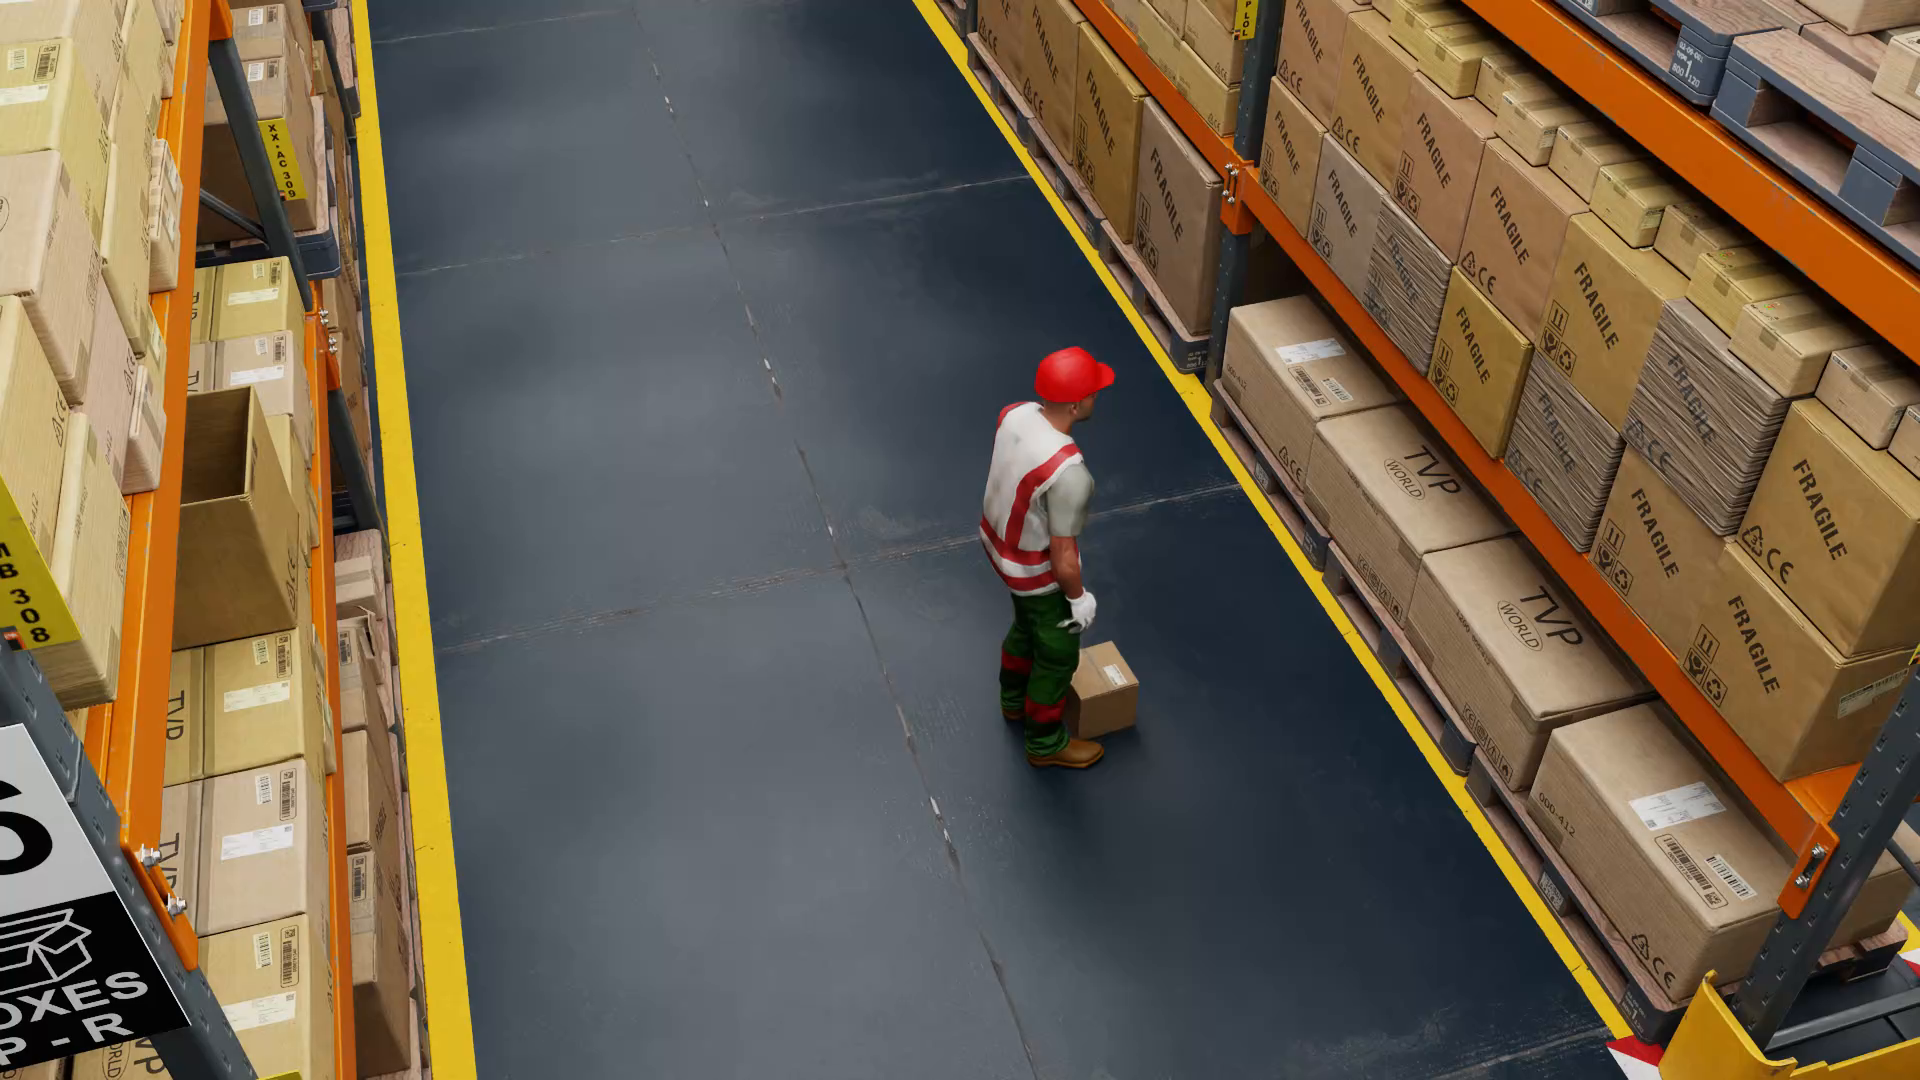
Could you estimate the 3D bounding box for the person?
[{"bbox_3d":[0.324,0.081,6.058,0.450,1.778,0.611,-14,44,-15],"label":"person"}]
